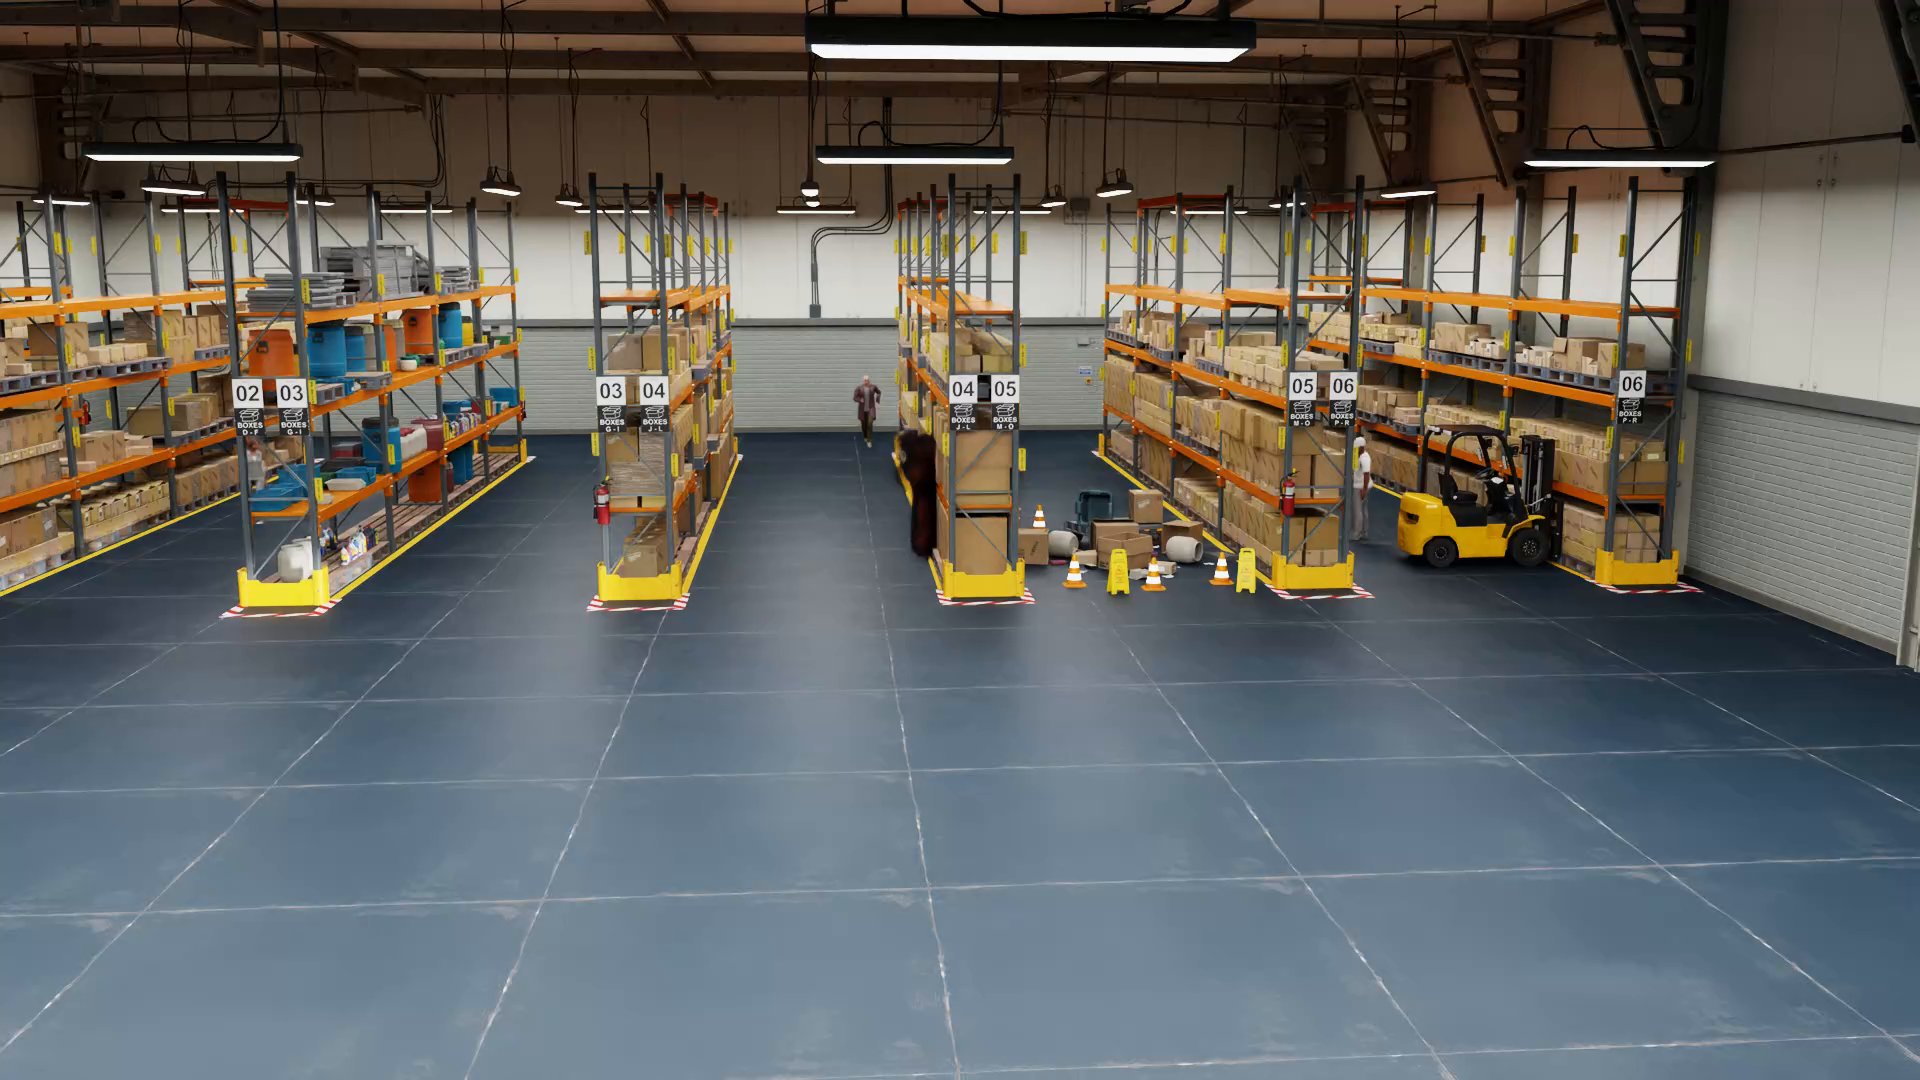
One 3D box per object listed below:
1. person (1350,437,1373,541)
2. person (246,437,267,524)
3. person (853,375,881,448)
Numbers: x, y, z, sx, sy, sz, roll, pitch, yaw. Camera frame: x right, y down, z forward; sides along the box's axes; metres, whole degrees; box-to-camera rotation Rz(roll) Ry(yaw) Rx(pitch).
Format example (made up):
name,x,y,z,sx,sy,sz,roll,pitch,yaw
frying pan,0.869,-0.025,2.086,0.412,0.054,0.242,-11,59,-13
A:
name,x,y,z,sx,sy,sz,roll,pitch,yaw
person,6.907,-0.901,28.761,0.439,1.769,0.619,5,11,26
person,-12.845,-1.074,30.265,0.441,1.553,0.483,-2,10,-10
person,-2.366,-3.262,42.038,0.679,1.795,0.896,1,10,3
